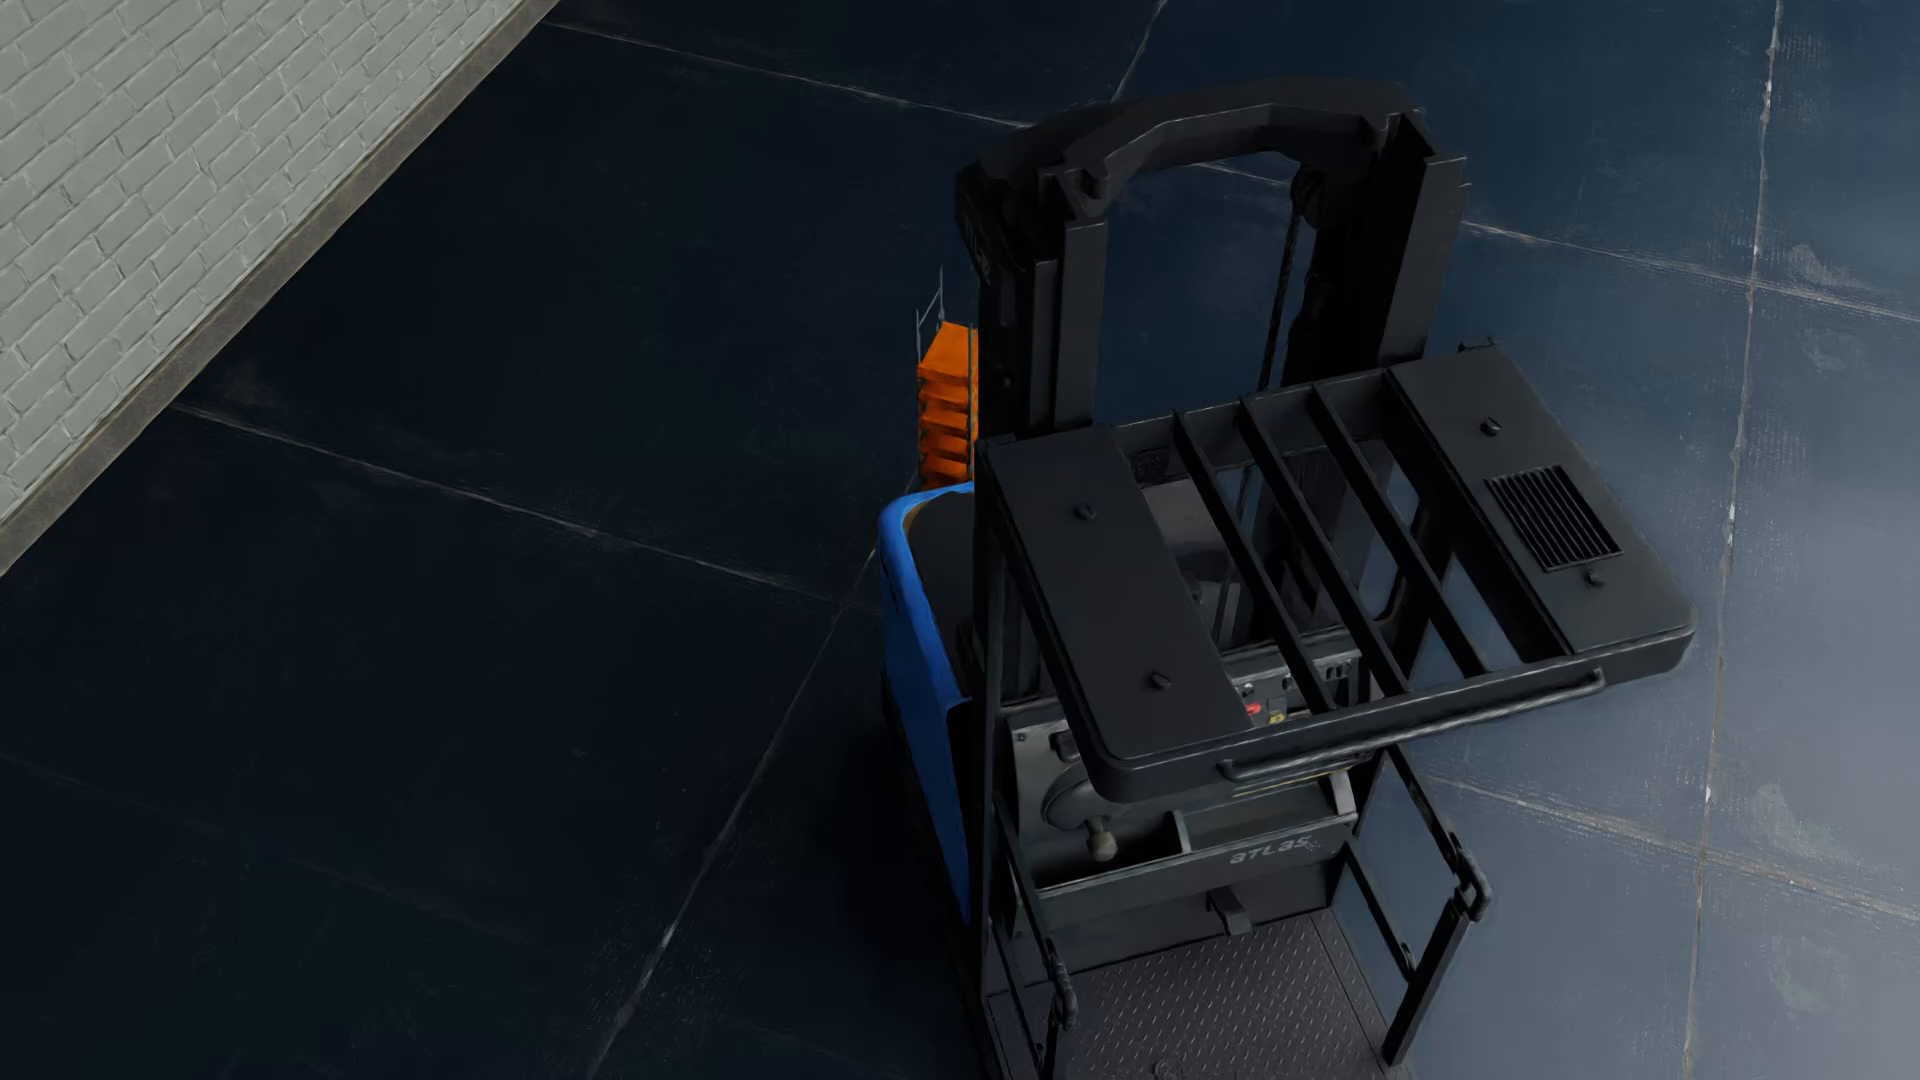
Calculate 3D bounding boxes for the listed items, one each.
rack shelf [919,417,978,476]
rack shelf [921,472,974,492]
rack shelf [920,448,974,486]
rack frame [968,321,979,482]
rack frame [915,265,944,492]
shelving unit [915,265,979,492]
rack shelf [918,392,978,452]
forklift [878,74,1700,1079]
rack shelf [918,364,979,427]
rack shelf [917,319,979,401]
[{"bbox_3d":[-0.014,-0.368,5.833,0.180,0.103,0.258,16,51,13],"label":"rack shelf"},{"bbox_3d":[-0.014,-0.210,6.015,0.180,0.103,0.258,16,51,13],"label":"rack shelf"},{"bbox_3d":[-0.014,-0.289,5.924,0.180,0.103,0.258,16,51,13],"label":"rack shelf"},{"bbox_3d":[0.072,-0.373,5.779,0.006,1.200,0.240,16,51,13],"label":"rack frame"},{"bbox_3d":[-0.099,-0.421,5.821,0.006,1.200,0.240,16,51,13],"label":"rack frame"},{"bbox_3d":[-0.014,-0.397,5.800,0.189,1.200,0.258,16,51,13],"label":"shelving unit"},{"bbox_3d":[-0.014,-0.446,5.743,0.180,0.103,0.258,16,51,13],"label":"rack shelf"},{"bbox_3d":[0.631,0.598,3.792,1.130,2.935,3.031,-12,50,-10],"label":"forklift"},{"bbox_3d":[-0.014,-0.525,5.652,0.180,0.103,0.258,16,51,13],"label":"rack shelf"},{"bbox_3d":[-0.014,-0.603,5.561,0.180,0.103,0.258,16,51,13],"label":"rack shelf"}]
